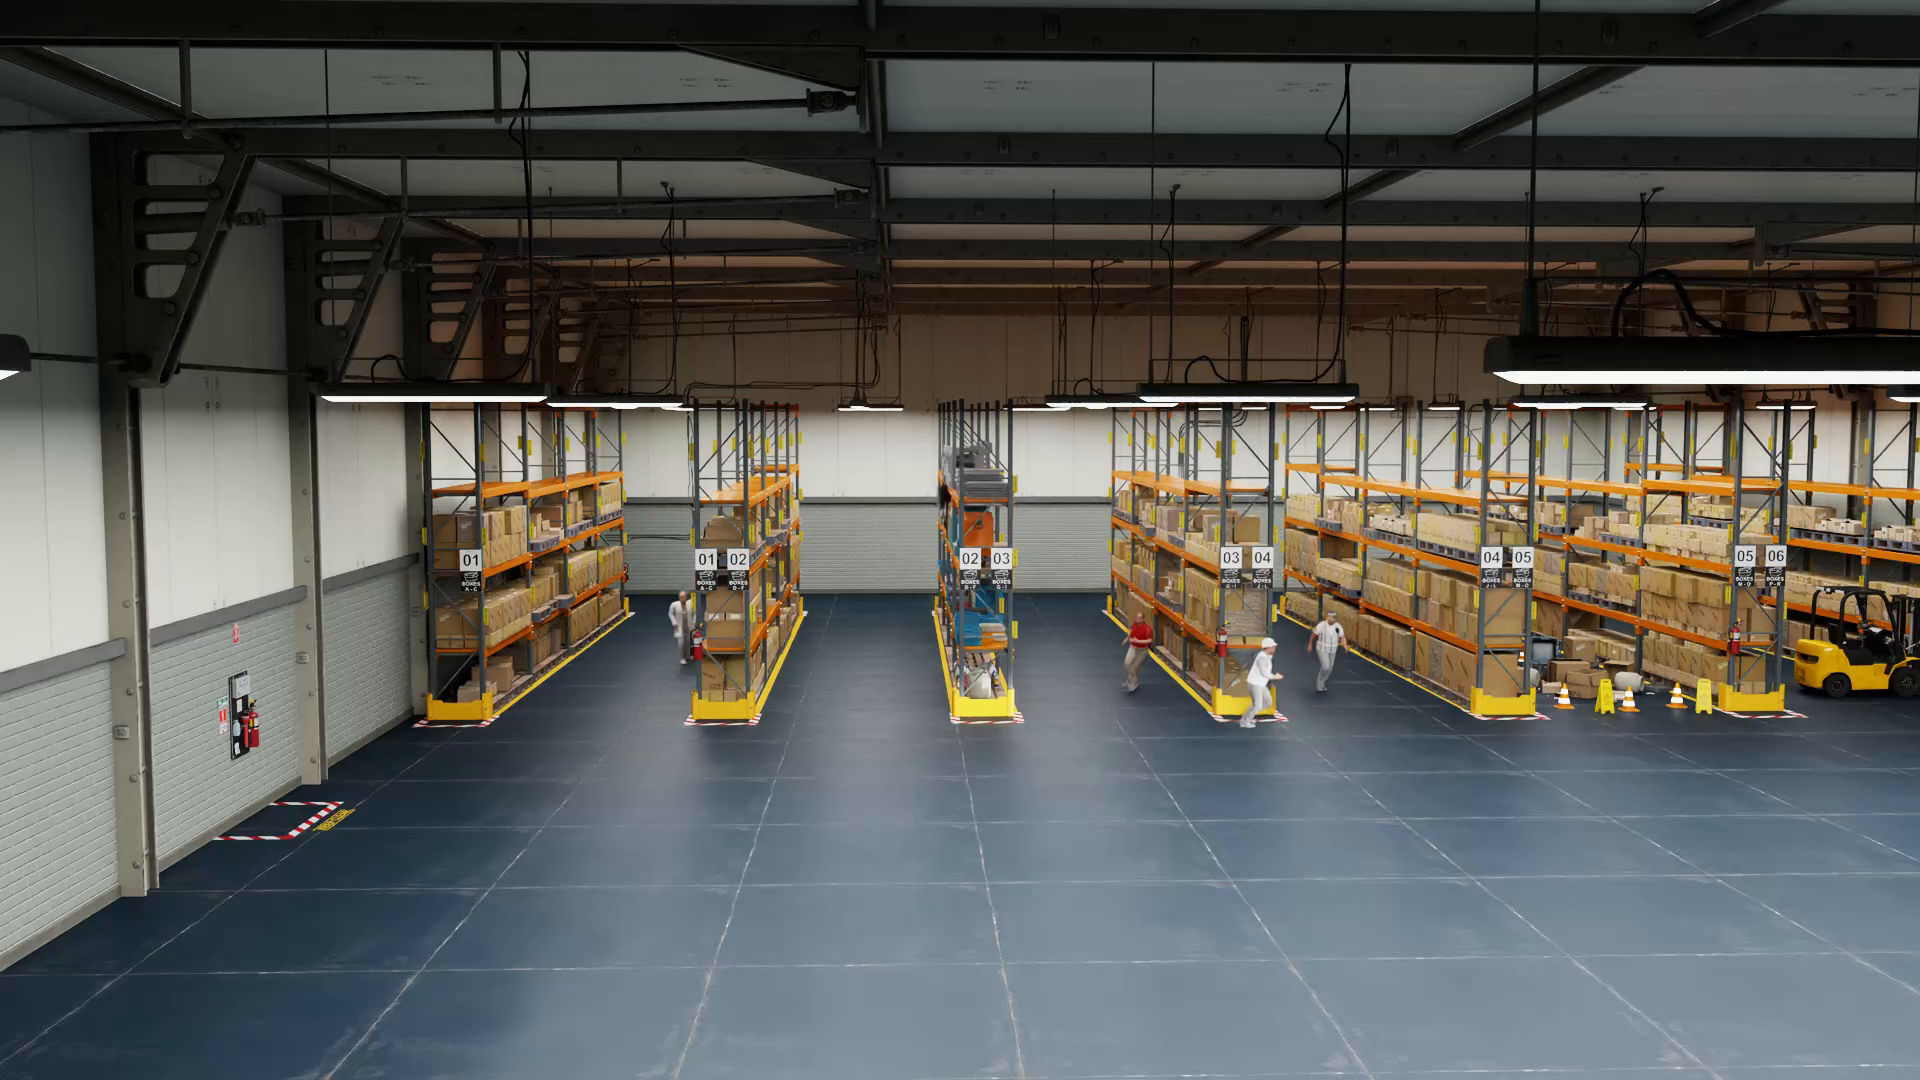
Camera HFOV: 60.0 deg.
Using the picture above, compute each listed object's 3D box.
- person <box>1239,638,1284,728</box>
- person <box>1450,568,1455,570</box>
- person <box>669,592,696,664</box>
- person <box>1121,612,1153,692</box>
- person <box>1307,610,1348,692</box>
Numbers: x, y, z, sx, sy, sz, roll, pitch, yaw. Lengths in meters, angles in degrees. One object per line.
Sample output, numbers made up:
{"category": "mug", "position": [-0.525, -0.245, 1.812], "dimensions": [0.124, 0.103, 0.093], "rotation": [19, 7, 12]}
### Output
{"category": "person", "position": [5.477, 2.598, 30.197], "dimensions": [0.793, 1.667, 0.644], "rotation": [2, 5, 20]}
{"category": "person", "position": [13.028, 1.567, 43.376], "dimensions": [0.658, 1.738, 0.816], "rotation": [-2, 5, -26]}
{"category": "person", "position": [-6.318, 1.989, 38.053], "dimensions": [0.712, 1.686, 0.885], "rotation": [-2, 5, -19]}
{"category": "person", "position": [3.652, 2.285, 34.330], "dimensions": [0.793, 1.641, 0.723], "rotation": [2, 5, 27]}
{"category": "person", "position": [7.575, 2.275, 34.067], "dimensions": [0.622, 1.692, 0.841], "rotation": [-1, 5, -17]}
